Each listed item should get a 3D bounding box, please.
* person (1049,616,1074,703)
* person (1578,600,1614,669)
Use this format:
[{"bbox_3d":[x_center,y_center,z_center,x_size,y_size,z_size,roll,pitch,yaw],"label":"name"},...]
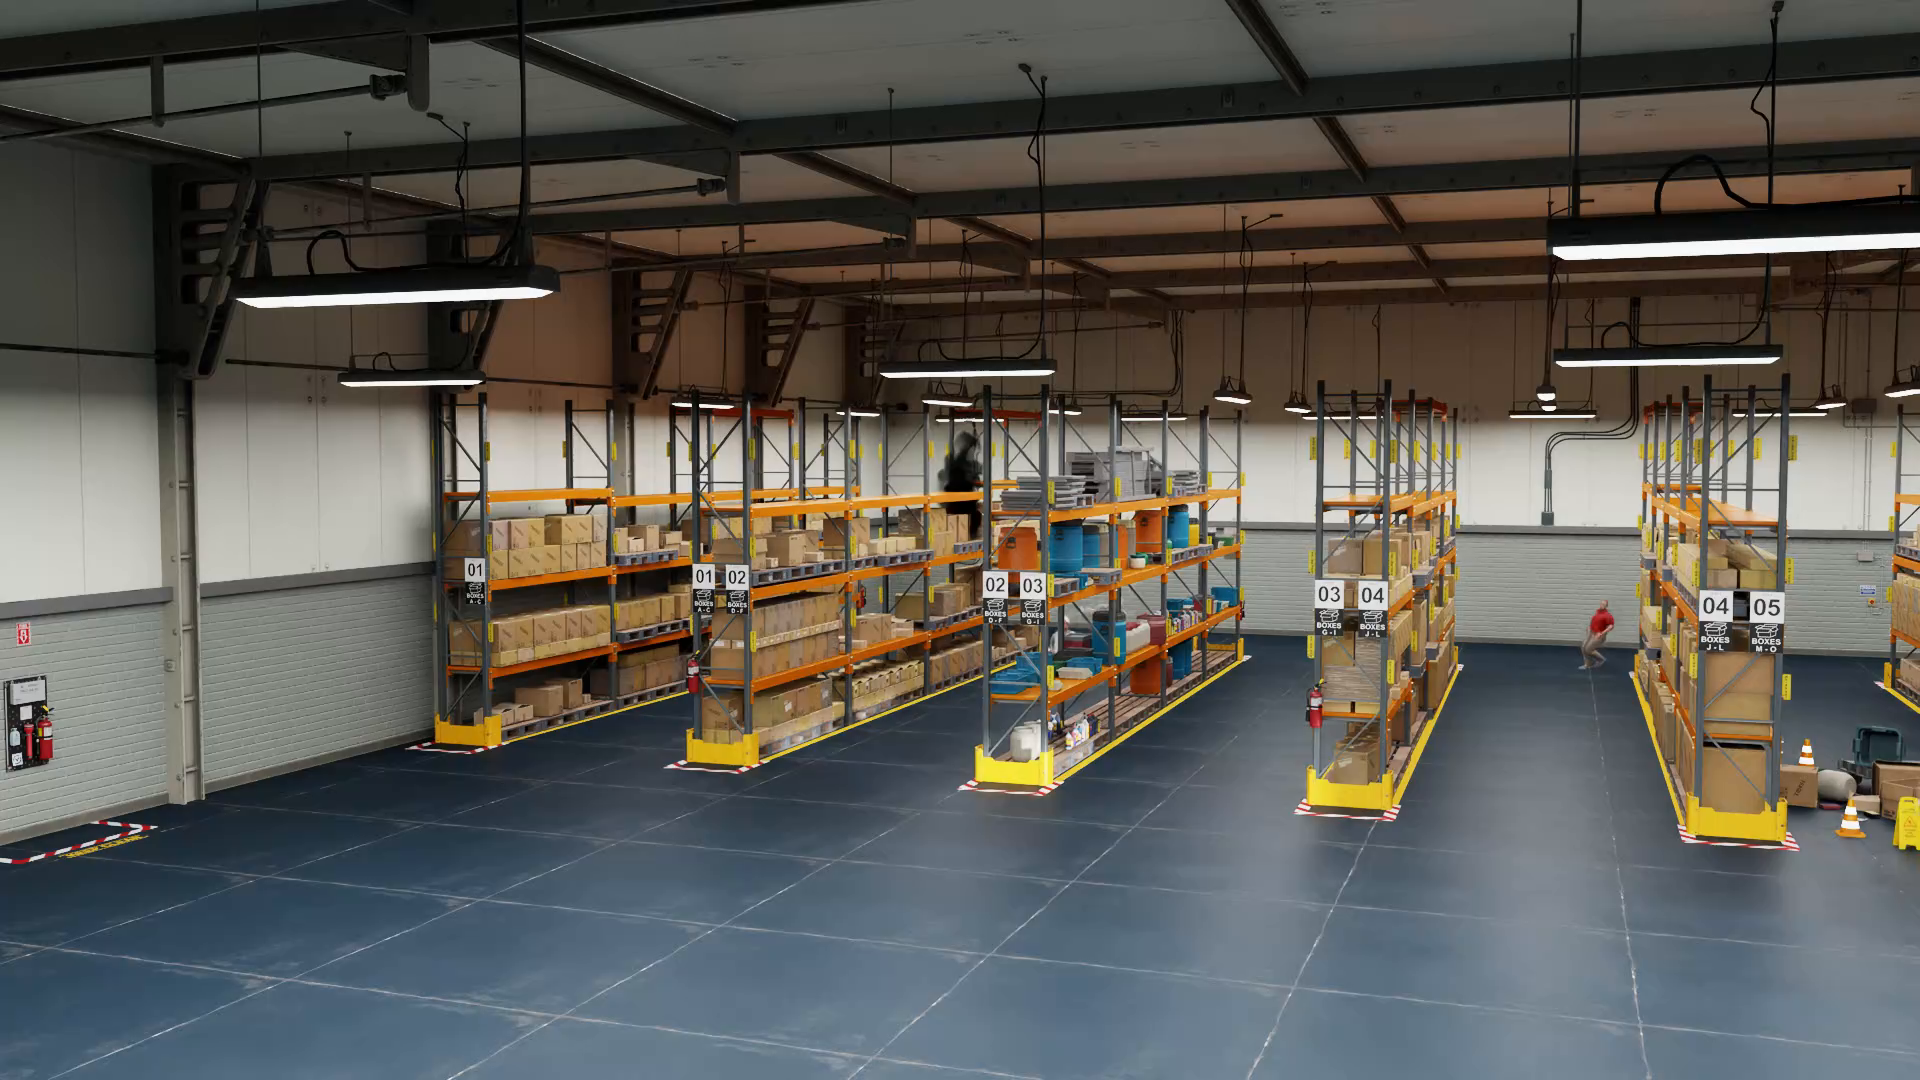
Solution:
[{"bbox_3d":[2.057,2.381,33.013,0.655,1.722,0.604,1,3,17],"label":"person"},{"bbox_3d":[14.546,2.176,38.027,0.539,1.628,0.751,0,3,-3],"label":"person"}]
